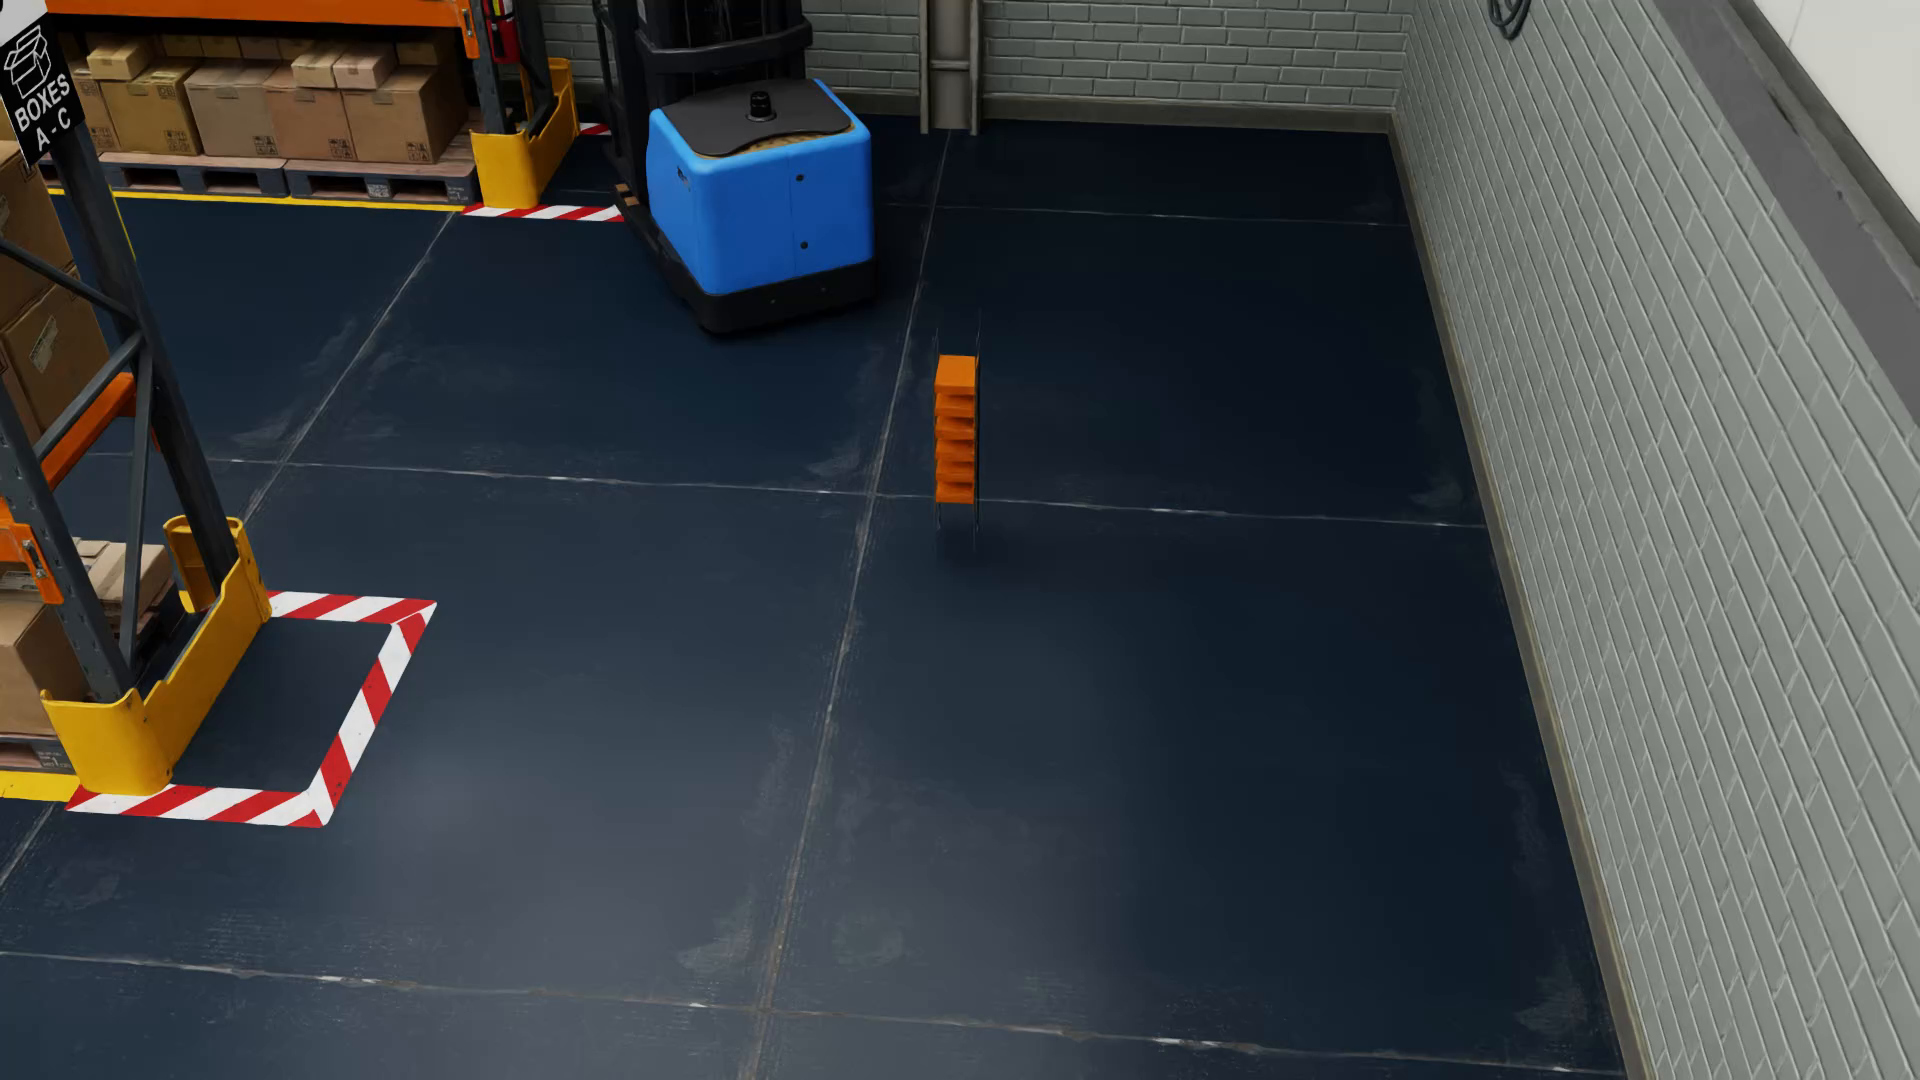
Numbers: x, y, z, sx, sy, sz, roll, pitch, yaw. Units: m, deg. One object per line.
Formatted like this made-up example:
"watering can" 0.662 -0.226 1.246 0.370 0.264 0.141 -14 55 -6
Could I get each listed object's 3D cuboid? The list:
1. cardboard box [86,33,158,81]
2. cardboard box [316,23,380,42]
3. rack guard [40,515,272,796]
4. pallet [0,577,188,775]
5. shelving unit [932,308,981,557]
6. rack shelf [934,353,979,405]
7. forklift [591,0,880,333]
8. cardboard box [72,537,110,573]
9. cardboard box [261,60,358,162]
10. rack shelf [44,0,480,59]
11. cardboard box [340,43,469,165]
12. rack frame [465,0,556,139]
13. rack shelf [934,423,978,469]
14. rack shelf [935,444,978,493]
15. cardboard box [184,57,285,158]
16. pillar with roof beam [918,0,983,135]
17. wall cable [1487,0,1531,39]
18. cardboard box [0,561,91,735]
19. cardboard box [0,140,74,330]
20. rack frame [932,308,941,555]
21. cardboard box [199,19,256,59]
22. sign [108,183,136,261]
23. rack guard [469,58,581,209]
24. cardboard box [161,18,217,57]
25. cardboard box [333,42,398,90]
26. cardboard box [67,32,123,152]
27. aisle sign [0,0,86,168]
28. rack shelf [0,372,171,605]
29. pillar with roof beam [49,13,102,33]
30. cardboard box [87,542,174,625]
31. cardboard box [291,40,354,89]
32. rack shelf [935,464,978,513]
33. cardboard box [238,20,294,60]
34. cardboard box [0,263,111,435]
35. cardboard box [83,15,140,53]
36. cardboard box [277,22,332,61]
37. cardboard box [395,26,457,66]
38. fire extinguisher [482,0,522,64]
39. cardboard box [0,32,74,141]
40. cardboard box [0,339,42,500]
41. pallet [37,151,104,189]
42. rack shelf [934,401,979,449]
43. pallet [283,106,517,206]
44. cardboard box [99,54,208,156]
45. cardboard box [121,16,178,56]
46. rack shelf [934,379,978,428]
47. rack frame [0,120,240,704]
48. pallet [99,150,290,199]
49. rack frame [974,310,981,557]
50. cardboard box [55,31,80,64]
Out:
"cardboard box" -5.229 -3.018 10.386 0.250 0.149 0.380 2 39 3
"cardboard box" -3.895 -3.189 10.596 0.250 0.149 0.380 3 39 4
"rack guard" -3.325 0.458 6.961 0.348 0.500 1.175 3 39 4
"pallet" -4.120 0.528 7.105 1.213 0.211 1.003 3 39 4
"shelving unit" -0.014 -0.466 7.543 0.189 1.200 0.258 3 39 4
"rack shelf" -0.014 -0.711 7.343 0.180 0.103 0.258 3 39 4
"forklift" -1.549 -3.210 9.542 1.130 2.935 3.031 -17 42 -19
"cardboard box" -3.886 0.169 7.233 0.250 0.166 0.380 3 39 4
"cardboard box" -4.030 -2.818 10.654 0.500 0.500 0.700 3 39 4
"rack shelf" -4.819 -3.452 10.356 4.000 0.370 1.077 3 39 4
"cardboard box" -3.532 -2.791 10.621 0.500 0.500 0.700 3 39 4
"rack frame" -2.826 -3.622 9.995 0.127 3.000 1.000 3 39 4
"rack shelf" -0.014 -0.432 7.571 0.180 0.103 0.258 3 39 4
"rack shelf" -0.014 -0.339 7.646 0.180 0.103 0.258 3 39 4
"cardboard box" -4.532 -2.845 10.687 0.500 0.500 0.700 2 39 2
"pillar with roof beam" -0.433 -3.639 5.262 0.400 9.000 9.100 3 39 4
"wall cable" 2.778 -4.212 8.427 0.112 2.526 3.097 3 39 4
"cardboard box" -3.813 0.417 6.663 0.500 0.500 0.500 3 39 4
"cardboard box" -3.669 -1.123 6.053 0.500 0.500 0.500 4 39 5
"rack frame" -0.106 -0.471 7.549 0.006 1.200 0.240 3 39 4
"cardboard box" -4.653 -3.230 10.646 0.250 0.149 0.380 4 39 4
"sign" -3.203 -1.184 6.313 0.005 0.325 0.100 3 39 4
"rack guard" -2.802 -2.652 10.782 0.348 0.500 1.175 3 39 4
"cardboard box" -4.906 -3.244 10.663 0.250 0.149 0.380 2 39 3
"cardboard box" -3.676 -2.935 10.284 0.250 0.149 0.380 3 39 3
"cardboard box" -5.575 -2.899 10.754 0.500 0.500 0.700 3 39 3
"aisle sign" -3.156 -1.696 5.569 0.004 0.787 0.394 3 39 4
"rack shelf" -5.242 -0.337 6.528 4.000 0.370 1.077 3 39 4
"pillar with roof beam" -6.410 -3.965 5.664 0.400 9.000 9.100 3 39 4
"cardboard box" -3.637 0.189 7.222 0.250 0.149 0.380 3 39 4
"cardboard box" -3.930 -2.949 10.300 0.250 0.149 0.380 4 39 5
"rack shelf" -0.014 -0.246 7.722 0.180 0.103 0.258 3 39 4
"cardboard box" -4.398 -3.216 10.629 0.250 0.149 0.380 4 39 4
"cardboard box" -3.669 -0.736 6.369 0.500 0.500 0.500 4 39 5
"cardboard box" -5.414 -3.272 10.697 0.250 0.149 0.380 2 39 2
"cardboard box" -4.144 -3.203 10.613 0.250 0.149 0.380 3 39 4
"cardboard box" -3.390 -3.162 10.562 0.250 0.149 0.380 3 39 4
"fire extinguisher" -2.716 -3.149 9.770 0.183 0.674 0.296 3 39 4
"cardboard box" -6.075 -2.929 10.790 0.500 0.500 0.700 4 39 4
"cardboard box" -3.719 -0.399 5.955 0.500 0.500 0.500 4 39 5
"pallet" -6.060 -2.668 11.031 1.213 0.211 1.003 3 39 4
"rack shelf" -0.014 -0.525 7.495 0.180 0.103 0.258 3 39 4
"pallet" -3.629 -2.535 10.868 1.213 0.211 1.003 3 39 4
"cardboard box" -5.063 -2.870 10.717 0.500 0.500 0.700 4 39 5
"cardboard box" -5.163 -3.257 10.680 0.250 0.149 0.380 4 39 4
"rack shelf" -0.014 -0.618 7.419 0.180 0.103 0.258 3 39 4
"rack frame" -3.250 -0.507 6.167 0.127 3.000 1.000 3 39 4
"pallet" -4.841 -2.603 10.952 1.213 0.211 1.003 3 39 4
"rack frame" 0.077 -0.461 7.537 0.006 1.200 0.240 3 39 4
"cardboard box" -5.749 -3.047 10.421 0.250 0.149 0.380 4 39 5
